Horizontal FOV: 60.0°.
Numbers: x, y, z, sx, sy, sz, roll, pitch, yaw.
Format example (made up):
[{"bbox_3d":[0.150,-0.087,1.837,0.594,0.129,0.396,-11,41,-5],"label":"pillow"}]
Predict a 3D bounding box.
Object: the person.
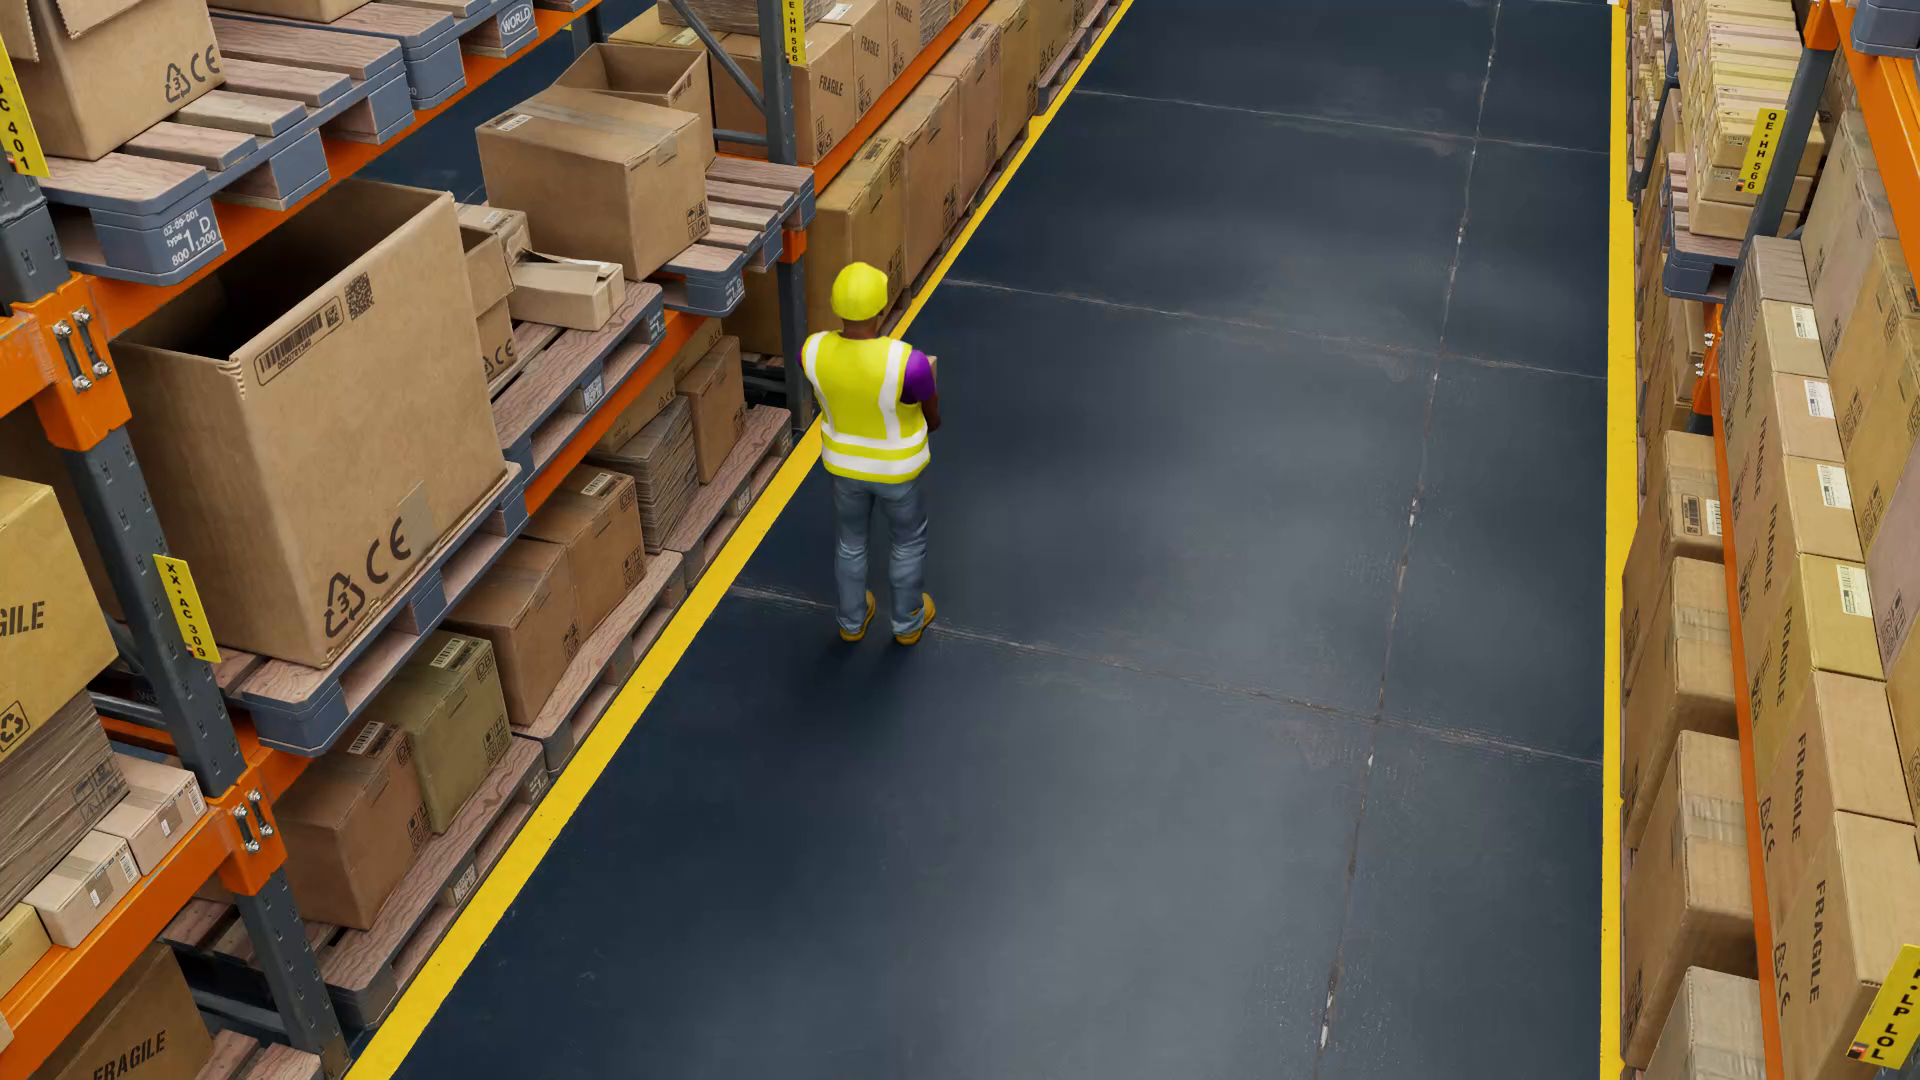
[{"bbox_3d":[-0.318,-0.366,6.624,0.503,1.760,0.576,10,38,13],"label":"person"}]
